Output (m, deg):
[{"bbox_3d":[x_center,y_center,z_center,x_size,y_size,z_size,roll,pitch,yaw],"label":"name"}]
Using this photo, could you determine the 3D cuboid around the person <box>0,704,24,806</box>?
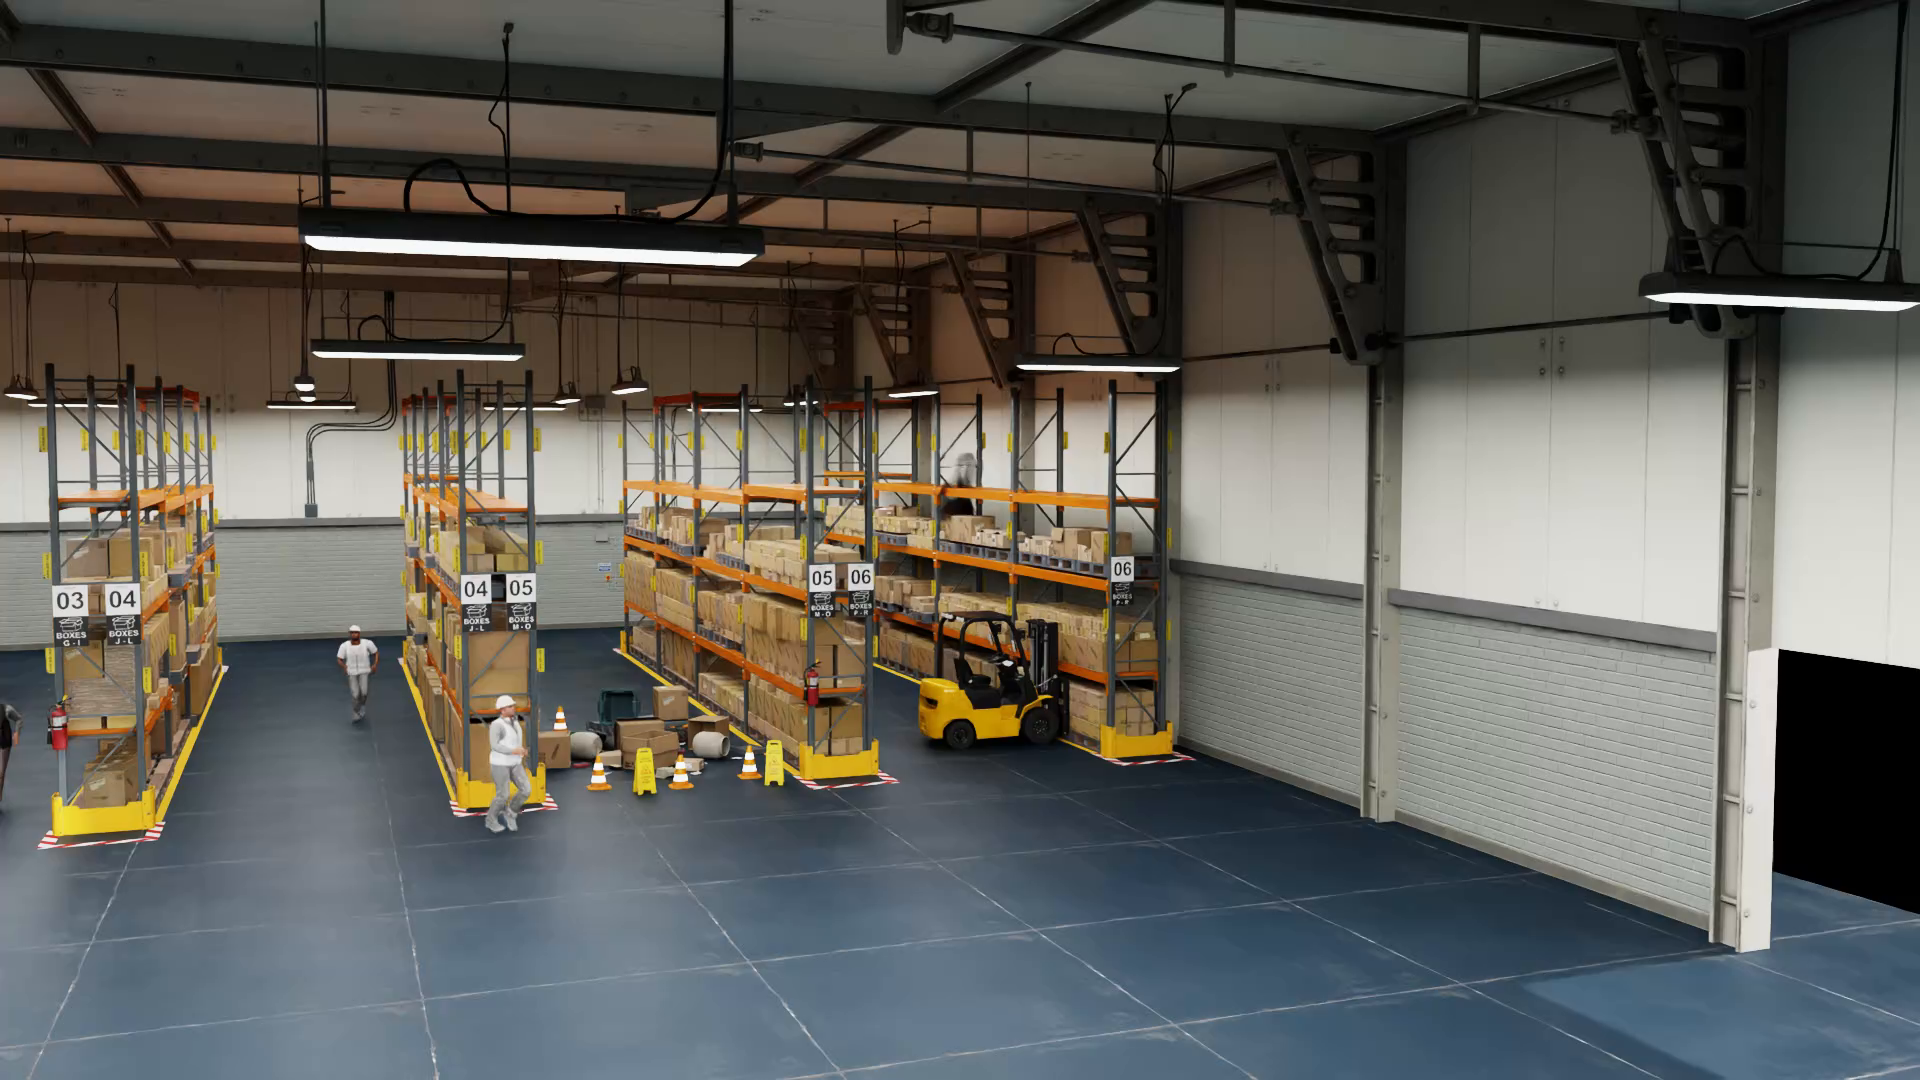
[{"bbox_3d":[-13.065,2.836,22.501,0.676,1.689,0.971,-1,4,-22],"label":"person"}]

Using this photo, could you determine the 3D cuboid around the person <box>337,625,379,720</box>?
[{"bbox_3d":[-10.817,2.392,29.875,0.711,1.721,0.549,-1,3,-17],"label":"person"}]

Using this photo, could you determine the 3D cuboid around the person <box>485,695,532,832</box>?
[{"bbox_3d":[-5.776,2.886,21.357,0.681,1.794,0.682,1,4,22],"label":"person"}]
